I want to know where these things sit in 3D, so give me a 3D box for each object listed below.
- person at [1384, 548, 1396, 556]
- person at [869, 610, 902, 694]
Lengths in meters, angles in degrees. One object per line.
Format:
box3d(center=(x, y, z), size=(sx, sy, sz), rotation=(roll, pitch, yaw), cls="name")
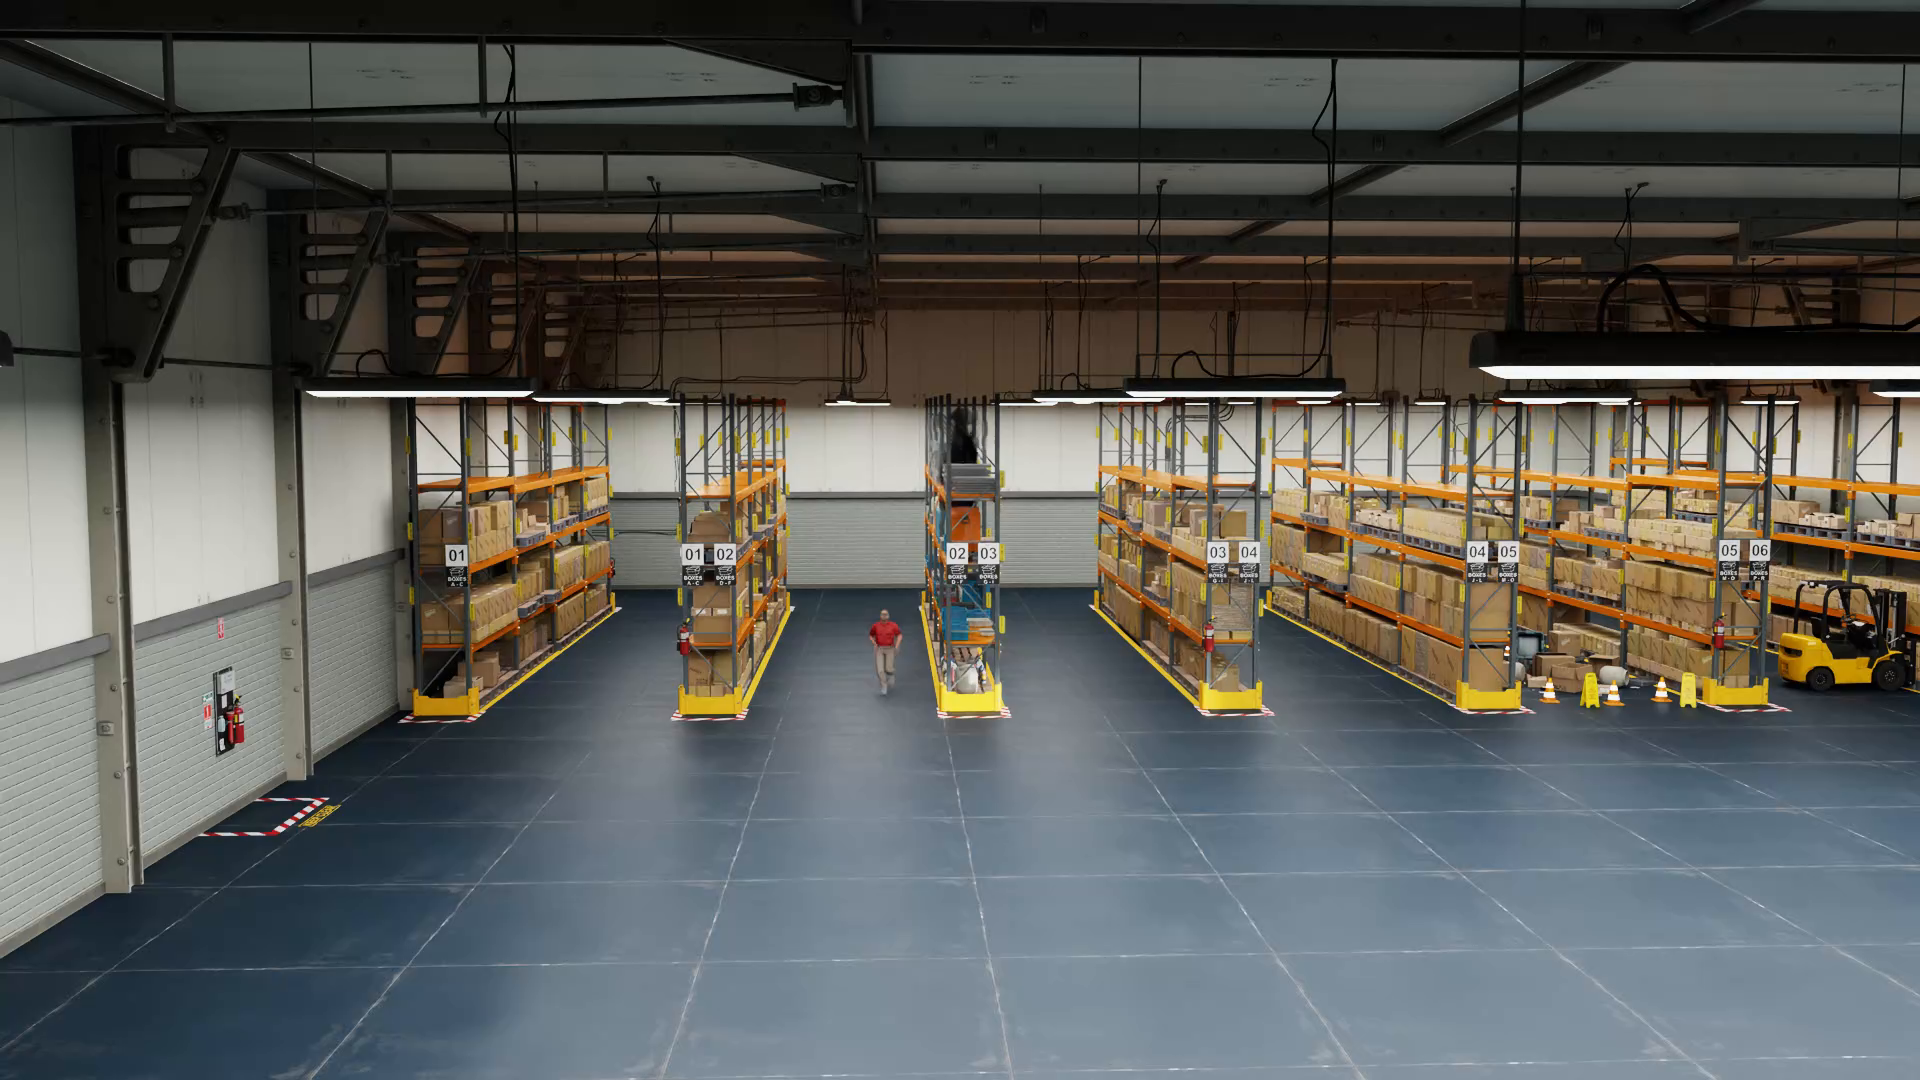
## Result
box3d(center=(12.693, 0.948, 49.360), size=(0.837, 1.771, 0.657), rotation=(-1, 5, -14), cls="person")
box3d(center=(-1.517, 2.279, 33.530), size=(0.665, 1.623, 0.568), rotation=(0, 5, 4), cls="person")
